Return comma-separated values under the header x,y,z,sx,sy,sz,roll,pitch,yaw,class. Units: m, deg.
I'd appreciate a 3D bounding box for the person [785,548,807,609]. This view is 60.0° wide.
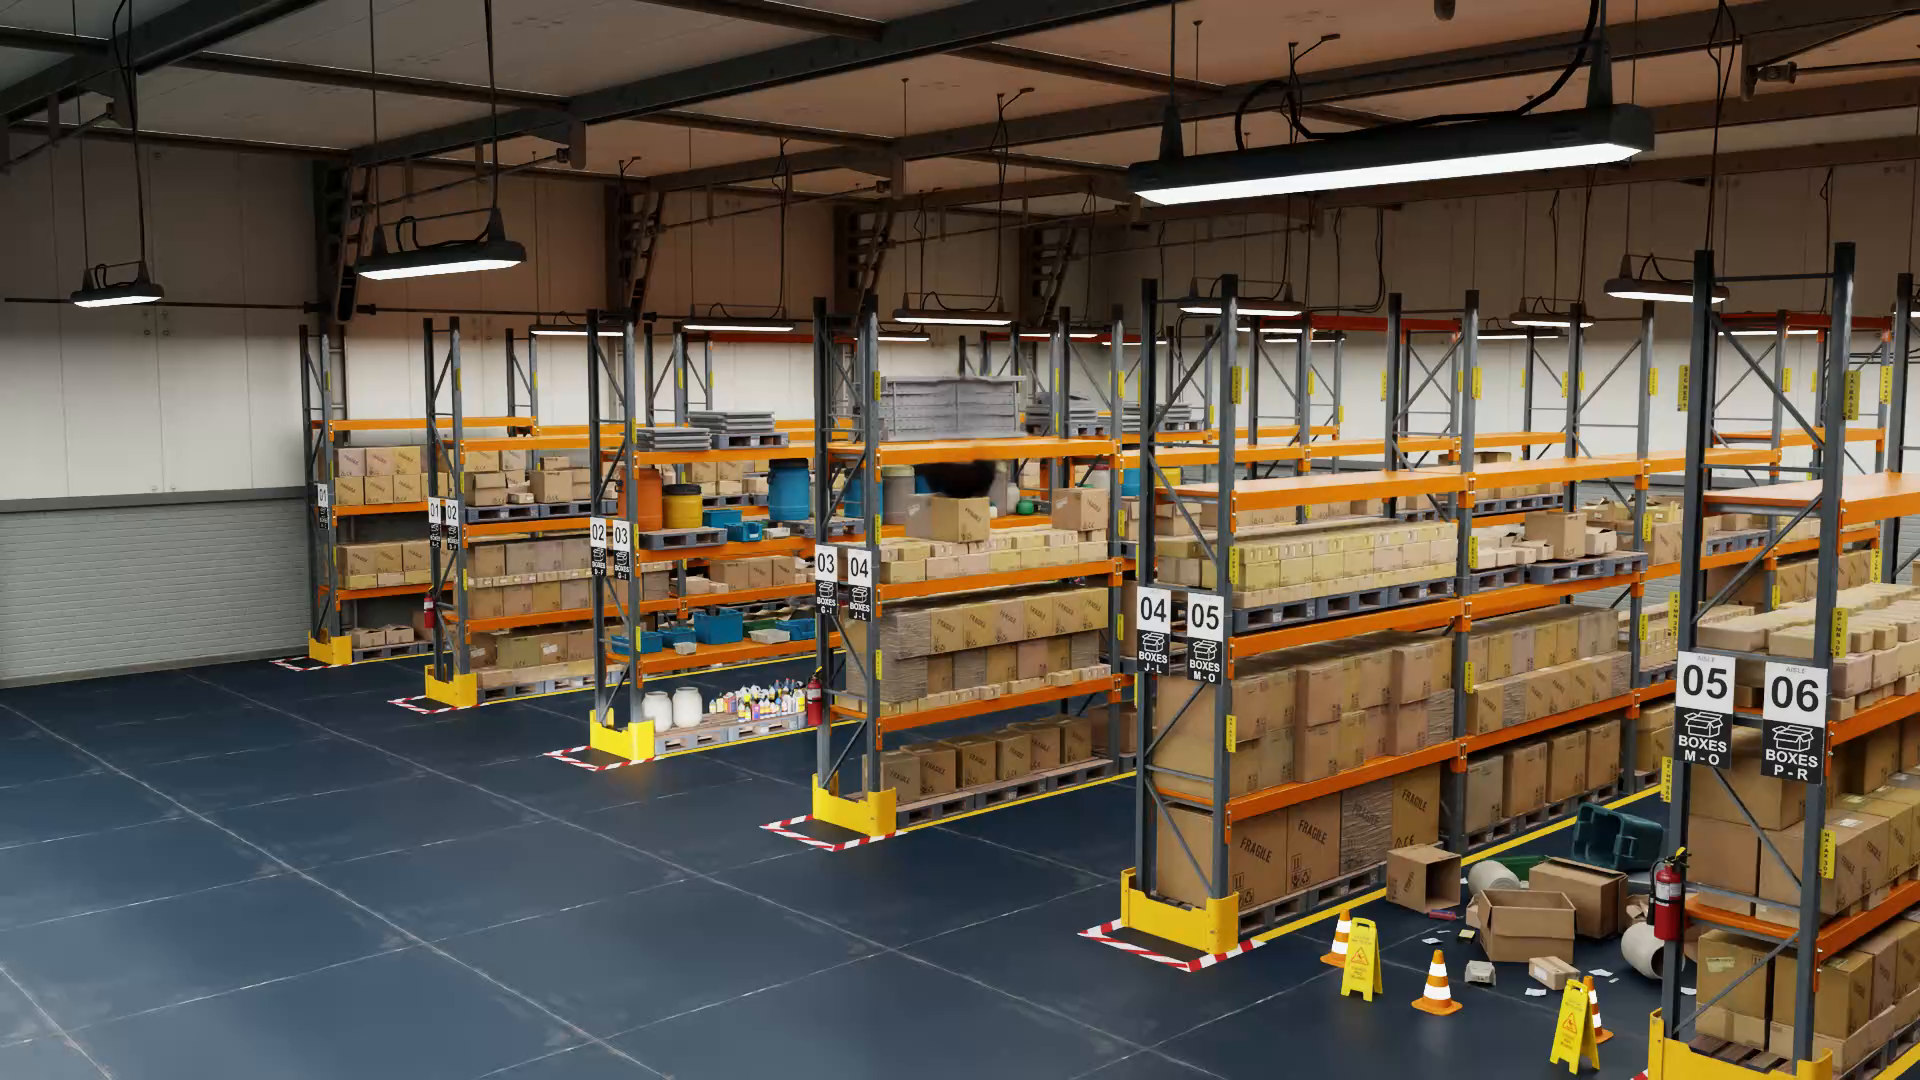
x,y,z,sx,sy,sz,roll,pitch,yaw,class
-3.354,0.904,34.043,0.625,1.649,0.723,4,7,35,person
